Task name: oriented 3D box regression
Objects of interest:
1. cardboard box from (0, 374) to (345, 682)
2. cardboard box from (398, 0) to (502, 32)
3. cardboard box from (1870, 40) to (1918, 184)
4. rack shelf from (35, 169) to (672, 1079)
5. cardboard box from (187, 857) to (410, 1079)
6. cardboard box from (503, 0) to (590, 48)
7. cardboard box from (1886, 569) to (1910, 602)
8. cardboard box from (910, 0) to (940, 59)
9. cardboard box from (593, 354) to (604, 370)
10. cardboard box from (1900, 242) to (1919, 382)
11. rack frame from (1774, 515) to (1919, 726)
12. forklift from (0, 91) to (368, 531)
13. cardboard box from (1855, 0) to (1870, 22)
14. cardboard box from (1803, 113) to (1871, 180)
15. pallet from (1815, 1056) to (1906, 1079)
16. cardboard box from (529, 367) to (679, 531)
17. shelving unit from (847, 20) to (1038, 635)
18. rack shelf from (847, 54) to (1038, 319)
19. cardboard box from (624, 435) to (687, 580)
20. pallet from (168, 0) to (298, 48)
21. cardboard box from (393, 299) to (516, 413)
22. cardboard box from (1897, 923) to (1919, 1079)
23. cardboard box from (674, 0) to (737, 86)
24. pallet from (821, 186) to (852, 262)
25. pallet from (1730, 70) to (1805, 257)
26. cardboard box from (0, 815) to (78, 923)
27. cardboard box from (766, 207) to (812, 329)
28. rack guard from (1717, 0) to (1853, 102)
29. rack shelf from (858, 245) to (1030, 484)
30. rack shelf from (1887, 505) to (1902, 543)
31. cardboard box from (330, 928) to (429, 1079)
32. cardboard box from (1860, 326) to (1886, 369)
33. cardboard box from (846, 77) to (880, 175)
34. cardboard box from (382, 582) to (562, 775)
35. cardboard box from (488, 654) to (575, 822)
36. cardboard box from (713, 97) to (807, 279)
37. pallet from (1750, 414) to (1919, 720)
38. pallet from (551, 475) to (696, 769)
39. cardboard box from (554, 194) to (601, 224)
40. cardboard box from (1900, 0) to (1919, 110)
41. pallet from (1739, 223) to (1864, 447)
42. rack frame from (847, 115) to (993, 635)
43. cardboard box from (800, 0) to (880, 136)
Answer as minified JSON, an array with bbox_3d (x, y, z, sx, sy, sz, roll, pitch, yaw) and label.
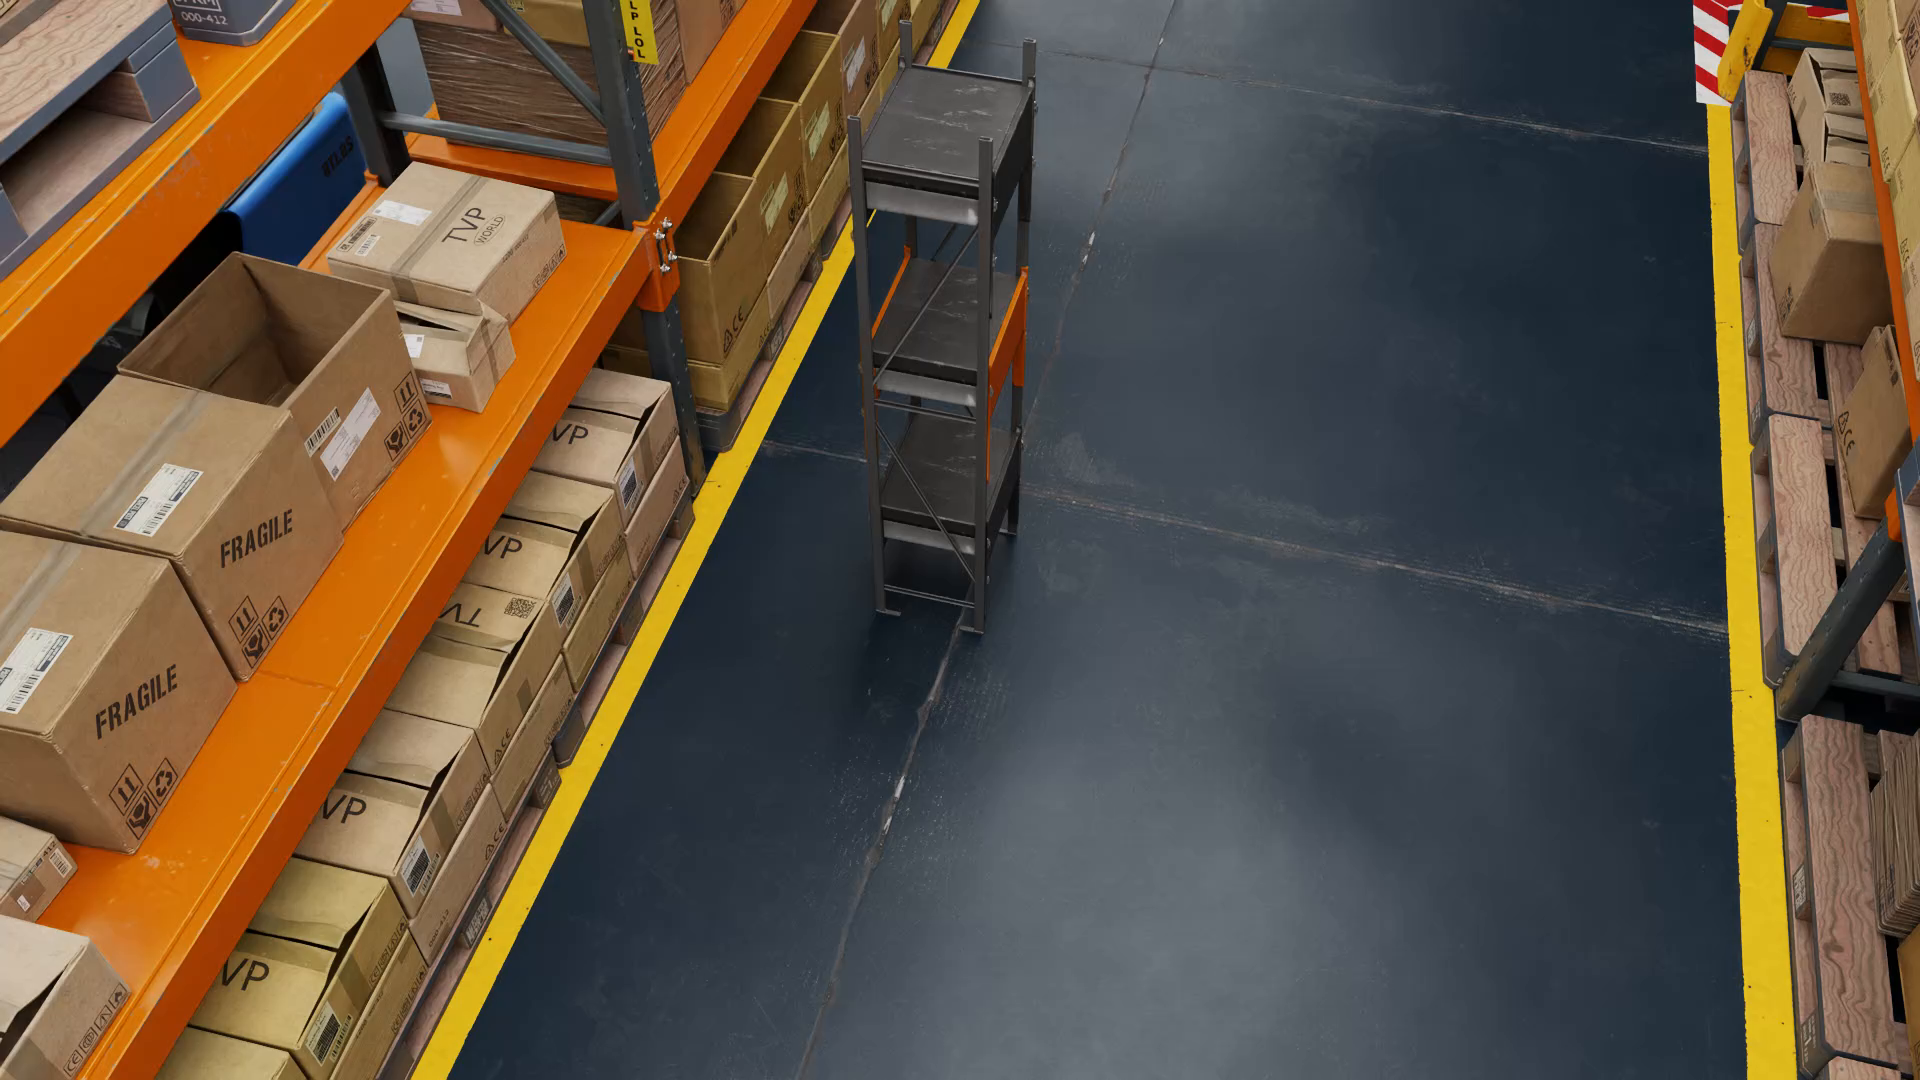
[{"bbox_3d":[-1.971,-0.031,4.210,0.500,0.500,0.500,12,50,10],"label":"cardboard box"},{"bbox_3d":[-1.617,-1.780,5.321,0.380,0.149,0.250,12,50,10],"label":"cardboard box"},{"bbox_3d":[3.387,-1.404,5.575,0.500,0.250,0.500,11,50,10],"label":"cardboard box"},{"bbox_3d":[-2.009,0.391,4.384,1.077,0.370,4.000,12,50,10],"label":"rack shelf"},{"bbox_3d":[-1.847,1.114,4.446,0.500,0.311,0.500,10,49,9],"label":"cardboard box"},{"bbox_3d":[-1.225,-1.697,5.248,0.380,0.149,0.250,11,50,10],"label":"cardboard box"},{"bbox_3d":[3.410,0.080,5.775,0.380,0.166,0.250,6,49,5],"label":"cardboard box"},{"bbox_3d":[-0.406,-2.606,8.103,0.500,0.250,0.500,12,50,10],"label":"cardboard box"},{"bbox_3d":[-1.571,-0.901,6.599,0.500,0.250,0.500,12,50,10],"label":"cardboard box"},{"bbox_3d":[3.130,-0.678,4.934,0.500,0.250,0.500,12,50,10],"label":"cardboard box"},{"bbox_3d":[3.298,-0.319,4.531,1.000,3.000,0.127,12,50,10],"label":"rack frame"},{"bbox_3d":[-3.210,-1.001,5.178,1.130,2.935,3.031,12,50,11],"label":"forklift"},{"bbox_3d":[3.653,-2.133,6.218,0.500,0.250,0.500,11,49,9],"label":"cardboard box"},{"bbox_3d":[3.932,-1.573,7.137,0.500,0.311,0.500,15,50,13],"label":"cardboard box"},{"bbox_3d":[2.775,2.053,4.297,1.003,0.211,1.213,12,50,10],"label":"pallet"},{"bbox_3d":[-1.312,-0.359,5.746,0.500,0.311,0.500,12,50,10],"label":"cardboard box"},{"bbox_3d":[-0.044,-0.575,5.357,0.431,2.100,0.503,12,50,10],"label":"shelving unit"},{"bbox_3d":[-0.044,-1.029,4.842,0.431,0.518,0.480,12,50,10],"label":"rack shelf"},{"bbox_3d":[-1.312,-0.165,5.949,0.500,0.250,0.500,11,50,10],"label":"cardboard box"},{"bbox_3d":[-1.702,-1.582,3.773,0.805,0.209,1.217,10,49,9],"label":"pallet"},{"bbox_3d":[-1.537,-0.577,4.848,0.396,0.266,0.258,10,49,9],"label":"cardboard box"},{"bbox_3d":[3.032,1.282,4.491,0.700,0.500,0.500,11,49,9],"label":"cardboard box"},{"bbox_3d":[-1.239,-2.032,5.976,0.700,0.500,0.500,11,50,10],"label":"cardboard box"},{"bbox_3d":[-0.913,-1.823,7.718,1.003,0.211,1.213,12,50,10],"label":"pallet"},{"bbox_3d":[4.083,-1.654,7.569,1.003,0.211,1.213,12,50,10],"label":"pallet"},{"bbox_3d":[-2.254,0.749,3.756,0.380,0.149,0.250,15,50,13],"label":"cardboard box"},{"bbox_3d":[-0.931,-1.159,6.826,0.500,0.250,0.500,12,50,10],"label":"cardboard box"},{"bbox_3d":[4.331,-2.330,7.973,1.175,0.500,0.348,12,50,10],"label":"rack guard"},{"bbox_3d":[-0.044,-0.566,5.367,0.431,0.518,0.480,12,50,10],"label":"rack shelf"},{"bbox_3d":[2.771,1.366,3.524,1.077,0.370,4.000,12,50,10],"label":"rack shelf"},{"bbox_3d":[-1.851,1.309,4.648,0.500,0.250,0.500,10,49,9],"label":"cardboard box"},{"bbox_3d":[3.738,-0.674,6.452,0.380,0.149,0.250,8,49,7],"label":"cardboard box"},{"bbox_3d":[-0.669,-1.882,7.464,0.500,0.250,0.500,12,50,10],"label":"cardboard box"},{"bbox_3d":[-1.577,0.379,5.094,0.500,0.311,0.500,11,50,10],"label":"cardboard box"},{"bbox_3d":[-1.581,0.570,5.300,0.500,0.250,0.500,13,50,11],"label":"cardboard box"},{"bbox_3d":[-0.934,-1.408,6.545,0.500,0.500,0.500,12,50,10],"label":"cardboard box"},{"bbox_3d":[3.440,0.111,6.011,1.003,0.211,1.213,12,50,10],"label":"pallet"},{"bbox_3d":[-1.639,0.170,5.959,1.003,0.211,1.213,12,50,10],"label":"pallet"},{"bbox_3d":[-1.428,-1.509,6.635,0.500,0.500,0.500,12,50,10],"label":"cardboard box"},{"bbox_3d":[3.393,-1.651,5.293,0.500,0.500,0.500,10,49,9],"label":"cardboard box"},{"bbox_3d":[3.760,-0.774,6.792,1.003,0.211,1.213,12,50,10],"label":"pallet"},{"bbox_3d":[-0.108,-0.399,5.201,0.400,2.100,0.015,12,50,10],"label":"rack frame"},{"bbox_3d":[-0.665,-2.130,7.183,0.500,0.500,0.500,12,50,10],"label":"cardboard box"}]
